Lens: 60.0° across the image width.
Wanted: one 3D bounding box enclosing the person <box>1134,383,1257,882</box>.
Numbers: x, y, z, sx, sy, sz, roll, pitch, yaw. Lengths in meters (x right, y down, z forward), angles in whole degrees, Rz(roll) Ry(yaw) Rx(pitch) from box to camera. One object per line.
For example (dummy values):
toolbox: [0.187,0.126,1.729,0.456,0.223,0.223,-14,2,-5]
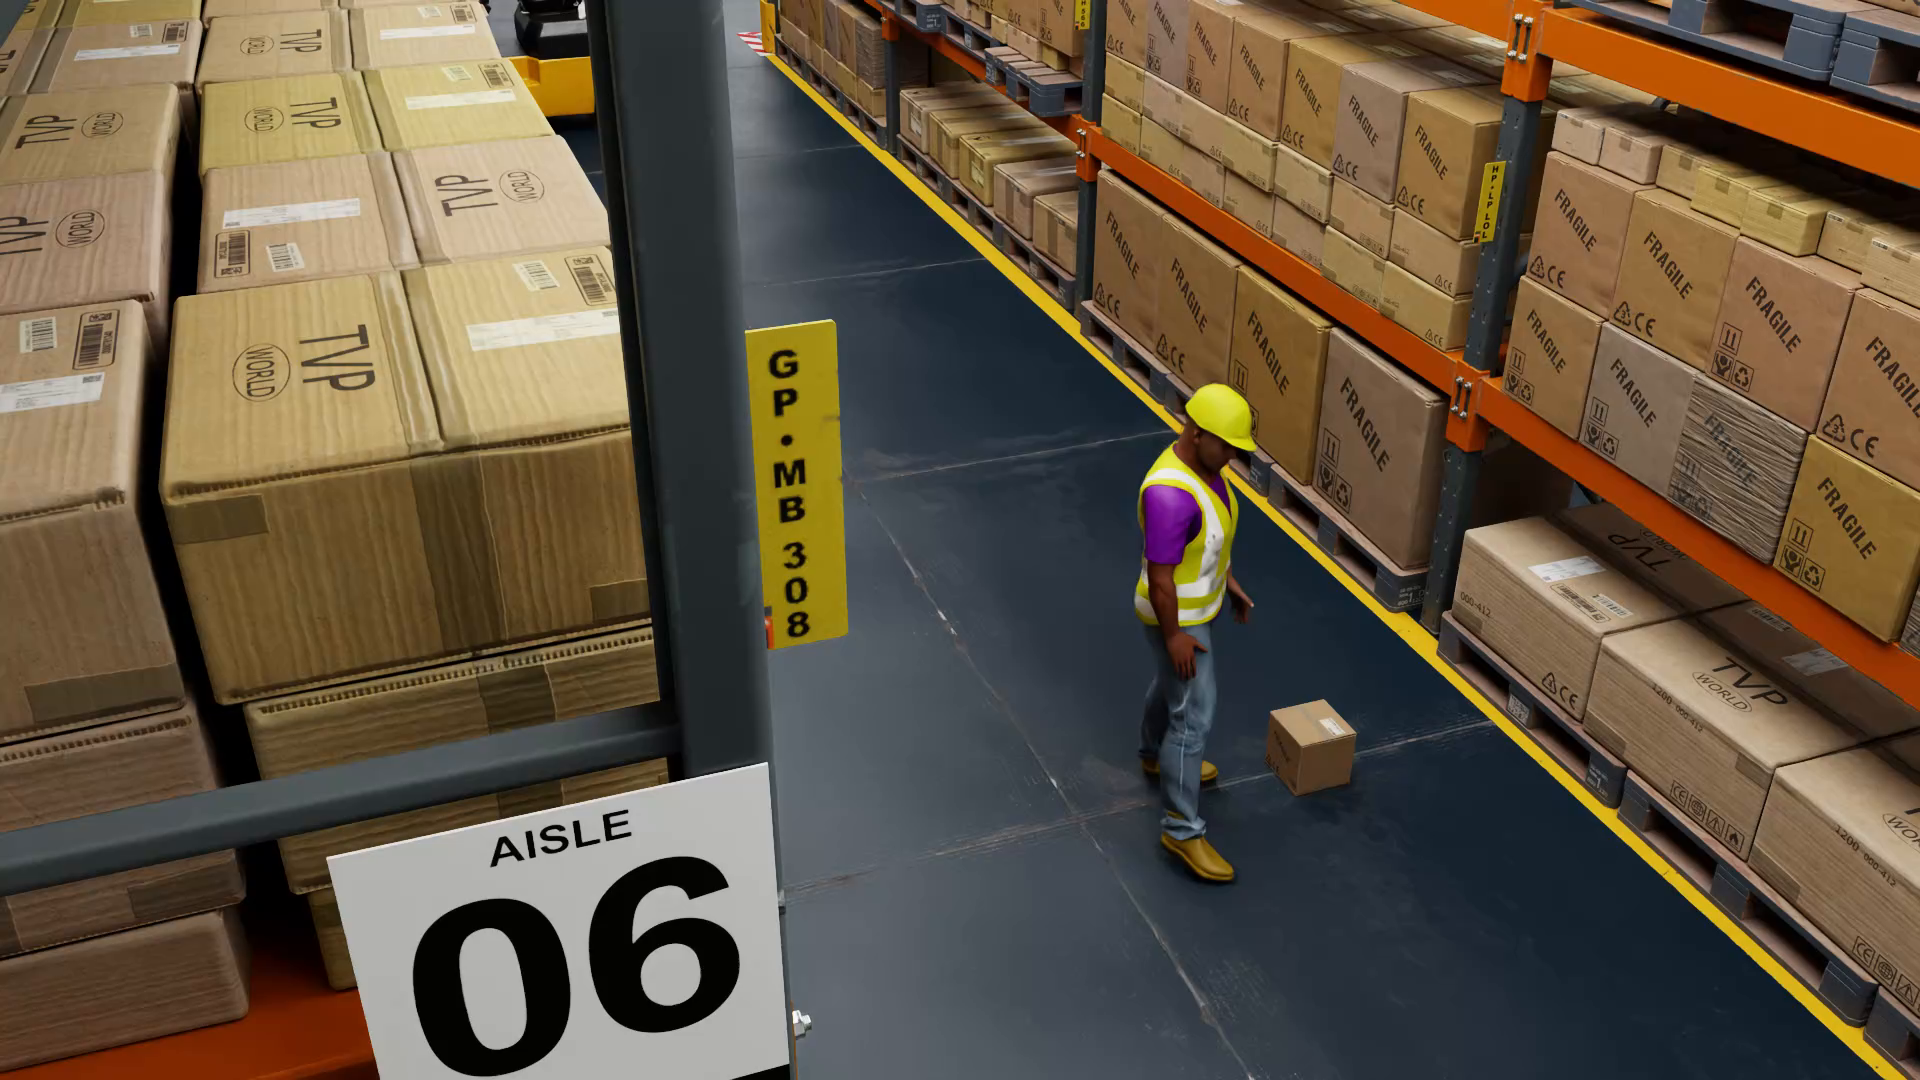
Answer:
person: [0.873,0.298,6.059,0.501,1.762,0.763,9,31,15]
